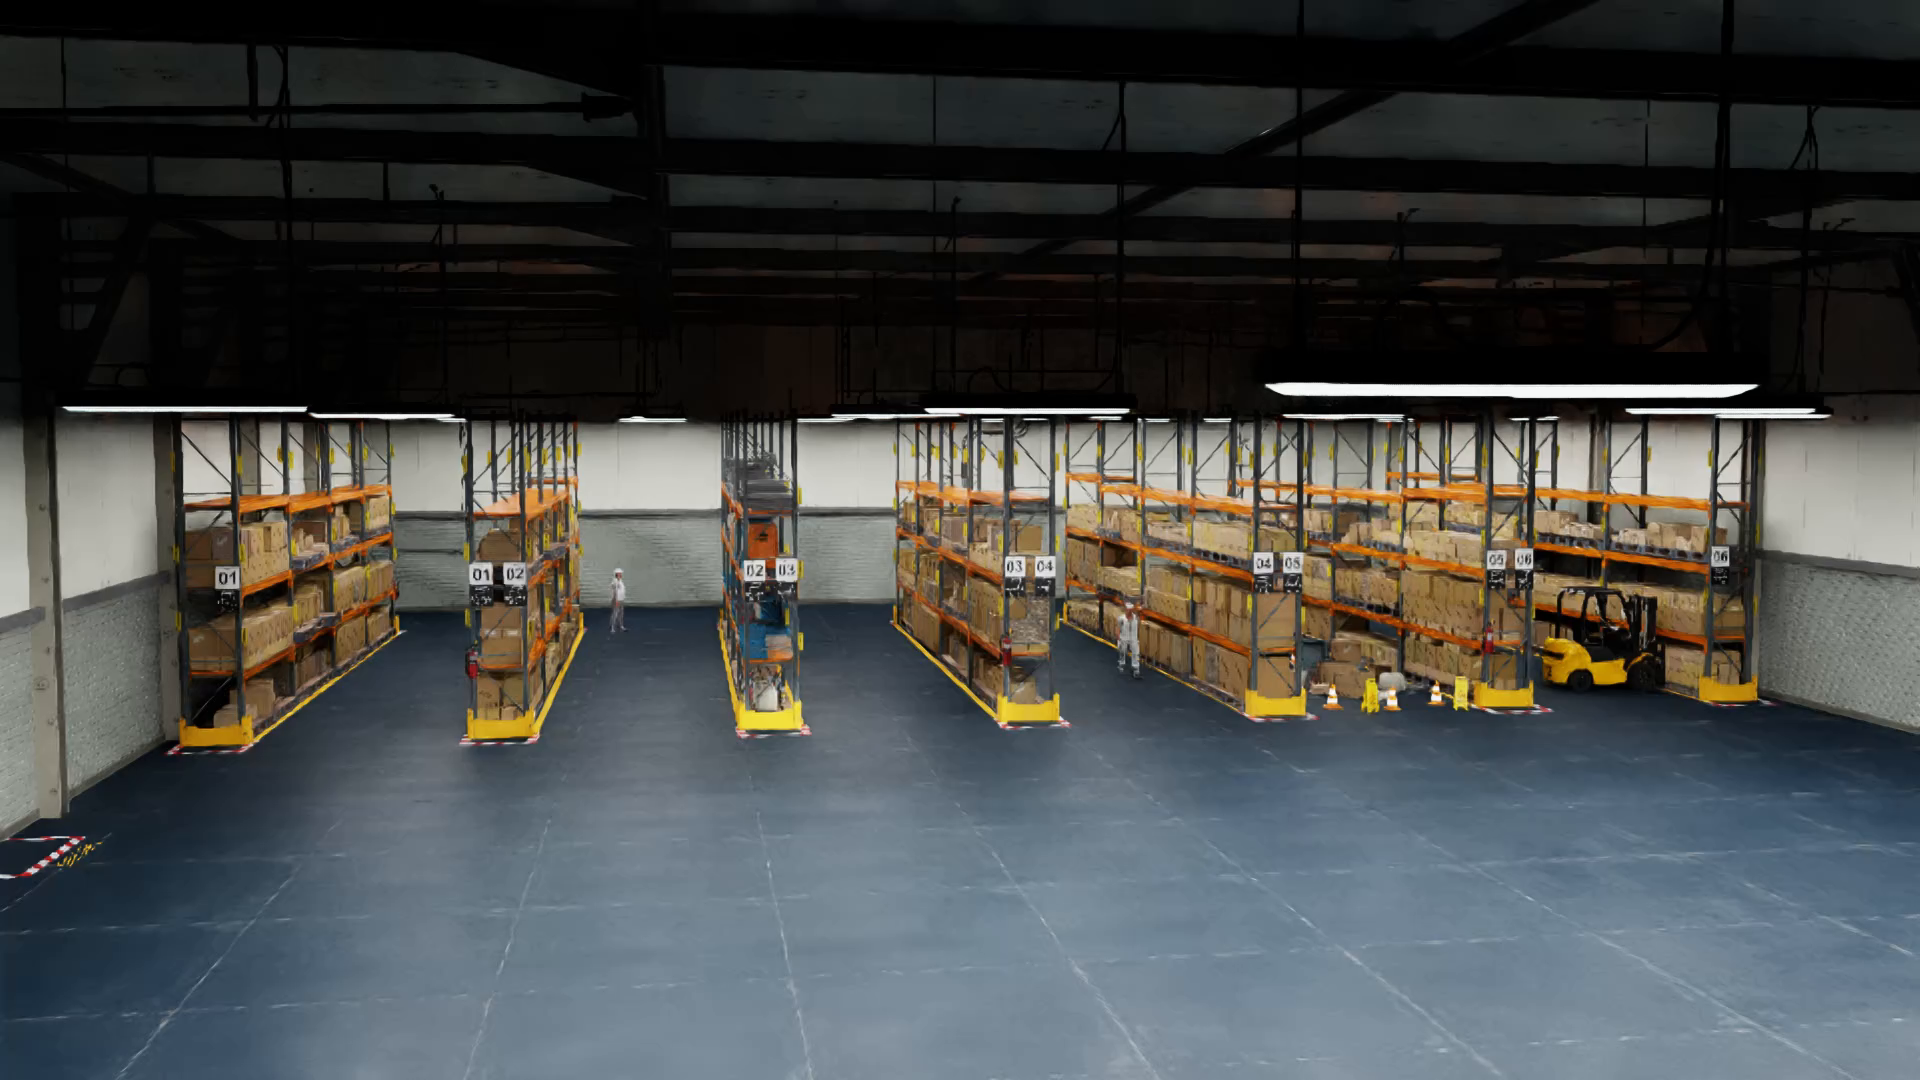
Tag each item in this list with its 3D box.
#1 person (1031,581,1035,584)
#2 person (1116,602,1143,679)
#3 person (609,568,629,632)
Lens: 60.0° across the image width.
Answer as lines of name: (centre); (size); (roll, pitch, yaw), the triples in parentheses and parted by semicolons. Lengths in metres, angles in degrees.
person: (2.423, 1.221, 52.036); (0.575, 1.714, 1.104); (0, 4, 0)
person: (3.800, 2.240, 37.477); (0.553, 1.709, 1.123); (-1, 4, -7)
person: (-9.401, 1.645, 45.724); (0.496, 1.774, 0.629); (0, 4, 0)
